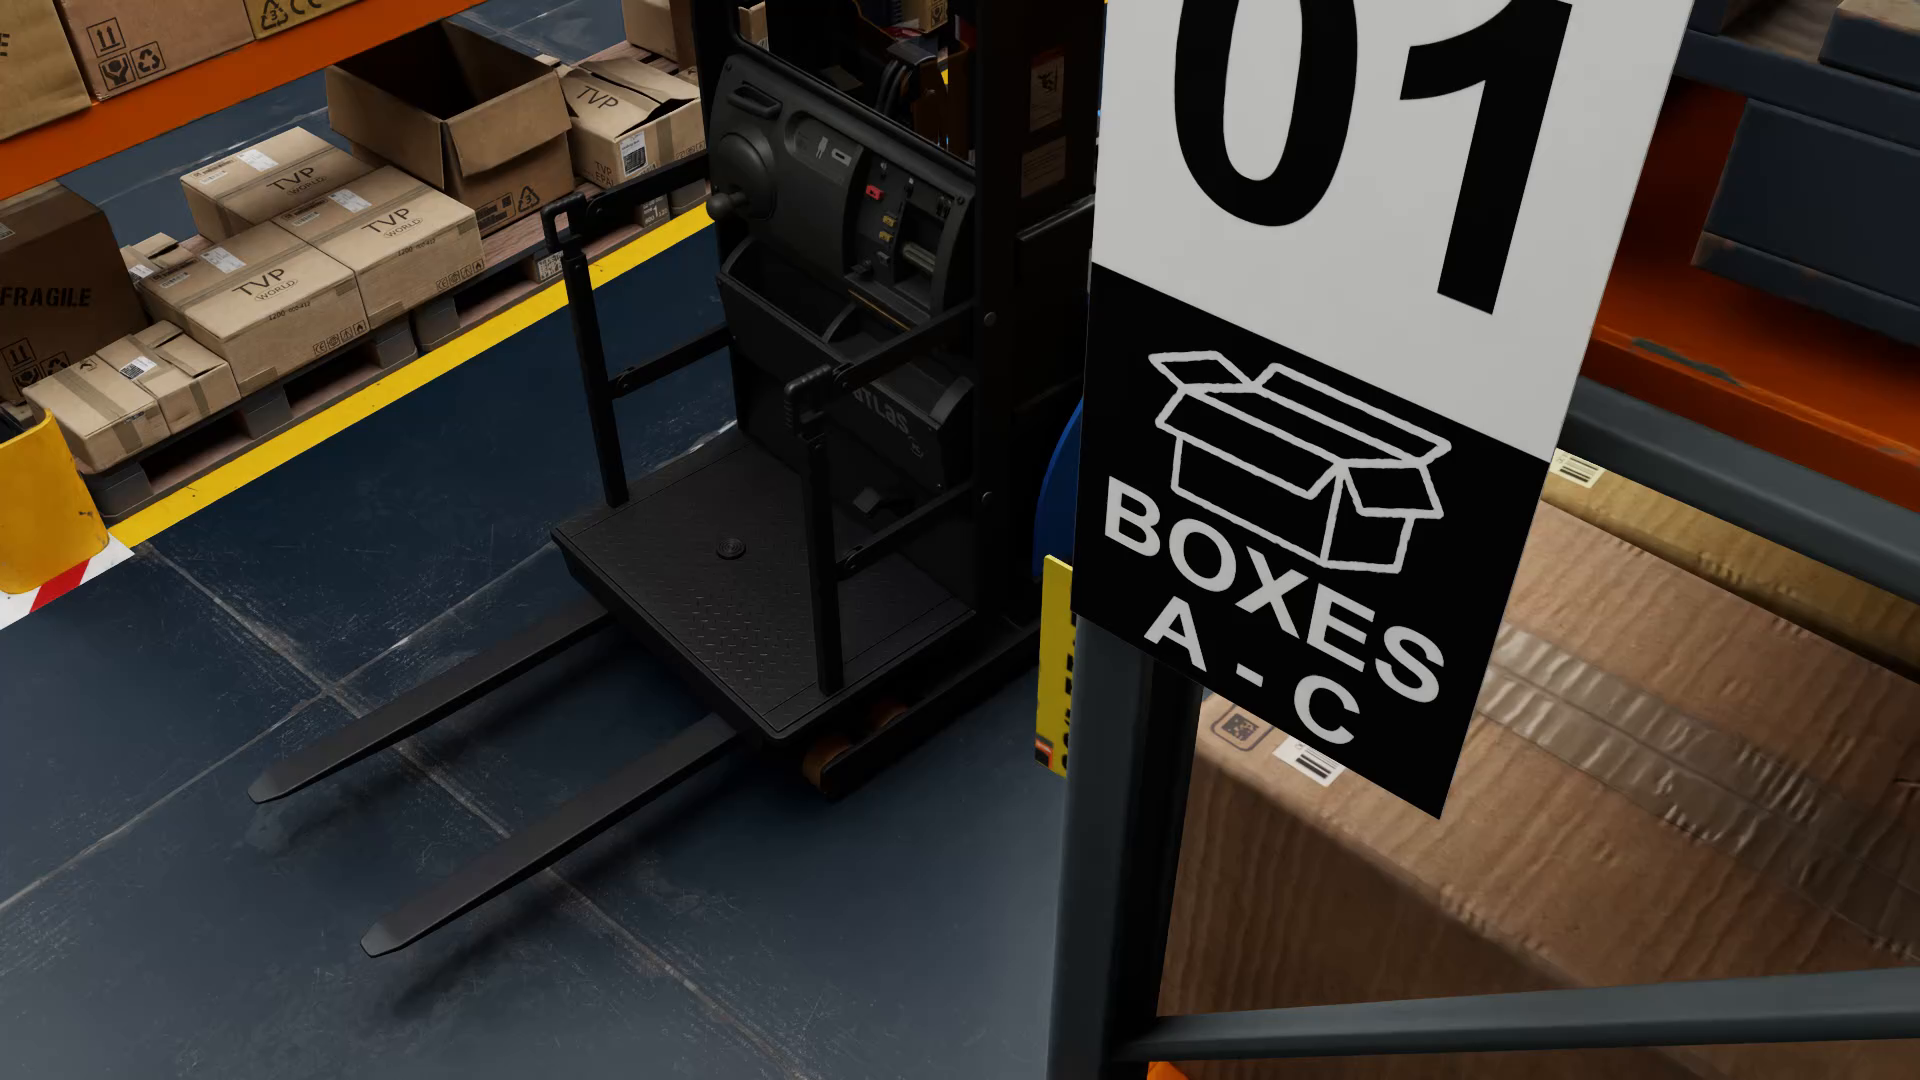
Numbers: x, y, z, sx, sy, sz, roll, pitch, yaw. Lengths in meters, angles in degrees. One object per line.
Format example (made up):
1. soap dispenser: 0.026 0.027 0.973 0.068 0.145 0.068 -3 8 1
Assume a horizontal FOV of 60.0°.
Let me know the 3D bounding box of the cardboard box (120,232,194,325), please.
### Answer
1. cardboard box: -2.770 -0.898 5.787 0.380 0.166 0.250 29 50 28

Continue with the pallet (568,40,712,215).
1. pallet: -1.129 -1.902 7.185 1.003 0.211 1.213 29 50 28

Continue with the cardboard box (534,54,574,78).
1. cardboard box: -1.671 -1.830 6.812 0.380 0.166 0.250 29 50 28

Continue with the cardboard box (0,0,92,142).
1. cardboard box: -2.773 -1.379 4.463 0.500 0.500 0.500 31 50 29

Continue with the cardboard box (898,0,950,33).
1. cardboard box: -0.189 -2.669 7.487 0.500 0.500 0.500 27 49 27

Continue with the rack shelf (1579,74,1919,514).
1. rack shelf: 1.820 -0.958 2.379 1.077 0.370 4.000 29 50 28

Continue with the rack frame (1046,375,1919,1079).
1. rack frame: 0.533 0.915 2.014 1.000 3.000 0.127 29 50 28

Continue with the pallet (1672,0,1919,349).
1. pallet: 1.003 -0.548 1.460 1.003 0.211 1.213 29 50 28

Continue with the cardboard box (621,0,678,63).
1. cardboard box: -1.122 -2.333 7.258 0.500 0.311 0.500 29 50 28

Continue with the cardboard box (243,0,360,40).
1. cardboard box: -2.120 -1.904 5.040 0.500 0.500 0.500 29 50 28

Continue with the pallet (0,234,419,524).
1. pallet: -2.699 -0.646 5.804 1.003 0.211 1.213 29 50 28

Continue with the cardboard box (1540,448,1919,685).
1. cardboard box: 1.314 0.158 2.624 0.980 0.700 0.700 29 50 28

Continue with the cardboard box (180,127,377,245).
1. cardboard box: -2.465 -1.236 6.096 0.500 0.250 0.500 29 50 28

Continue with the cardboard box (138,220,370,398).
1. cardboard box: -2.372 -0.788 5.604 0.500 0.250 0.500 29 50 28

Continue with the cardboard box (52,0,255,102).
1. cardboard box: -2.445 -1.647 4.757 0.500 0.500 0.500 29 50 28

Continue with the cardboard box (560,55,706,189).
1. cardboard box: -1.319 -1.653 6.510 0.500 0.311 0.500 29 50 28

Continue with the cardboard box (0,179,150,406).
1. cardboard box: -3.099 -0.852 5.489 0.500 0.500 0.500 29 50 28

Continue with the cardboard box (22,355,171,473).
1. cardboard box: -2.728 -0.403 5.255 0.380 0.149 0.250 29 50 28

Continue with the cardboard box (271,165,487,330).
1. cardboard box: -2.050 -1.045 5.887 0.500 0.250 0.500 29 50 28

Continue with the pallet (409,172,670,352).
1. pallet: -1.914 -1.271 6.491 1.003 0.211 1.213 29 50 28

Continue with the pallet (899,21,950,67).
1. pallet: -0.192 -2.691 8.053 1.003 0.211 1.213 29 50 28

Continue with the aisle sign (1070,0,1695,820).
1. aisle sign: 0.257 -0.140 1.241 0.394 0.787 0.004 29 50 28

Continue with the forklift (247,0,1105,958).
1. forklift: -0.467 -0.801 3.952 3.031 2.935 1.130 -31 51 -30

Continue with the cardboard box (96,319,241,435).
1. cardboard box: -2.567 -0.538 5.391 0.380 0.166 0.250 29 50 28

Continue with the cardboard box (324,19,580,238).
1. cardboard box: -1.891 -1.557 6.261 0.797 0.503 0.637 29 50 28

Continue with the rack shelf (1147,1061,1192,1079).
1. rack shelf: 1.820 0.151 3.389 1.077 0.370 4.000 29 50 28

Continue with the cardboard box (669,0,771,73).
1. cardboard box: -0.836 -2.109 6.871 0.500 0.500 0.500 29 50 28

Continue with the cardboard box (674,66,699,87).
1. cardboard box: -1.031 -1.760 6.748 0.380 0.149 0.250 29 50 28

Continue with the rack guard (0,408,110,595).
1. rack guard: -3.212 -0.342 5.254 1.175 0.500 0.348 29 50 28

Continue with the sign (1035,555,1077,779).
1. sign: 0.127 0.157 1.811 0.100 0.325 0.005 29 50 28

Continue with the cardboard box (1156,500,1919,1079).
1. cardboard box: 0.854 0.537 2.207 0.980 0.700 0.700 32 51 30
